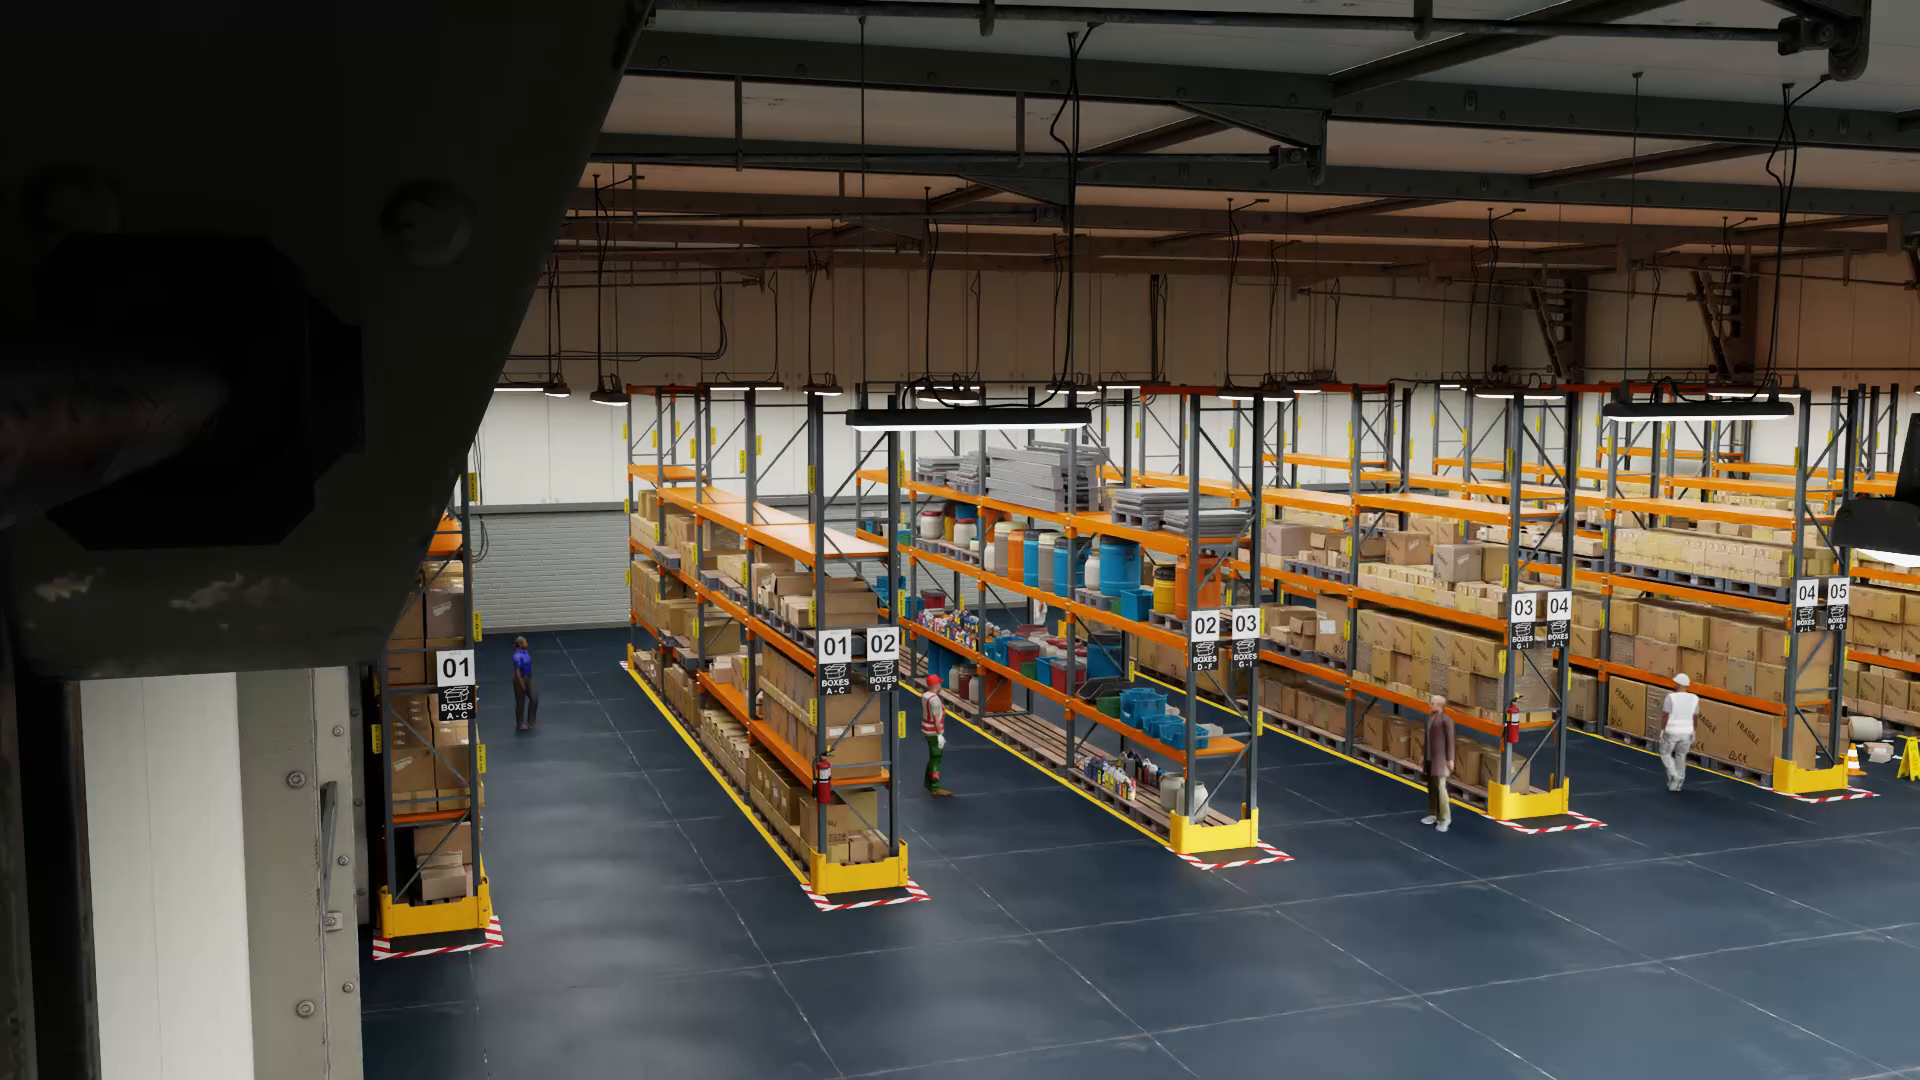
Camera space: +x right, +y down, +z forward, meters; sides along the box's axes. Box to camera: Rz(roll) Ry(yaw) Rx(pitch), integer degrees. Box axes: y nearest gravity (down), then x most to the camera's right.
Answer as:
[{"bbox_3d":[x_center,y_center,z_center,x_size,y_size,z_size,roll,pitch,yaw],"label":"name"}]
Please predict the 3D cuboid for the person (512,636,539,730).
[{"bbox_3d":[-7.648,2.542,29.204,0.406,1.701,0.475,4,7,32],"label":"person"}]

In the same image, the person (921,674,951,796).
[{"bbox_3d":[-0.366,2.918,24.758,0.381,1.859,0.625,-2,6,-17],"label":"person"}]

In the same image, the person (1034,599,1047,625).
[{"bbox_3d":[1.702,1.640,36.759,0.400,1.795,0.558,-2,6,-17],"label":"person"}]

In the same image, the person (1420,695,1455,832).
[{"bbox_3d":[6.602,3.075,23.064,0.398,1.825,0.715,-2,6,-16],"label":"person"}]

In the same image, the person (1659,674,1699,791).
[{"bbox_3d":[10.724,2.879,24.780,0.554,1.777,0.670,1,6,10],"label":"person"}]
